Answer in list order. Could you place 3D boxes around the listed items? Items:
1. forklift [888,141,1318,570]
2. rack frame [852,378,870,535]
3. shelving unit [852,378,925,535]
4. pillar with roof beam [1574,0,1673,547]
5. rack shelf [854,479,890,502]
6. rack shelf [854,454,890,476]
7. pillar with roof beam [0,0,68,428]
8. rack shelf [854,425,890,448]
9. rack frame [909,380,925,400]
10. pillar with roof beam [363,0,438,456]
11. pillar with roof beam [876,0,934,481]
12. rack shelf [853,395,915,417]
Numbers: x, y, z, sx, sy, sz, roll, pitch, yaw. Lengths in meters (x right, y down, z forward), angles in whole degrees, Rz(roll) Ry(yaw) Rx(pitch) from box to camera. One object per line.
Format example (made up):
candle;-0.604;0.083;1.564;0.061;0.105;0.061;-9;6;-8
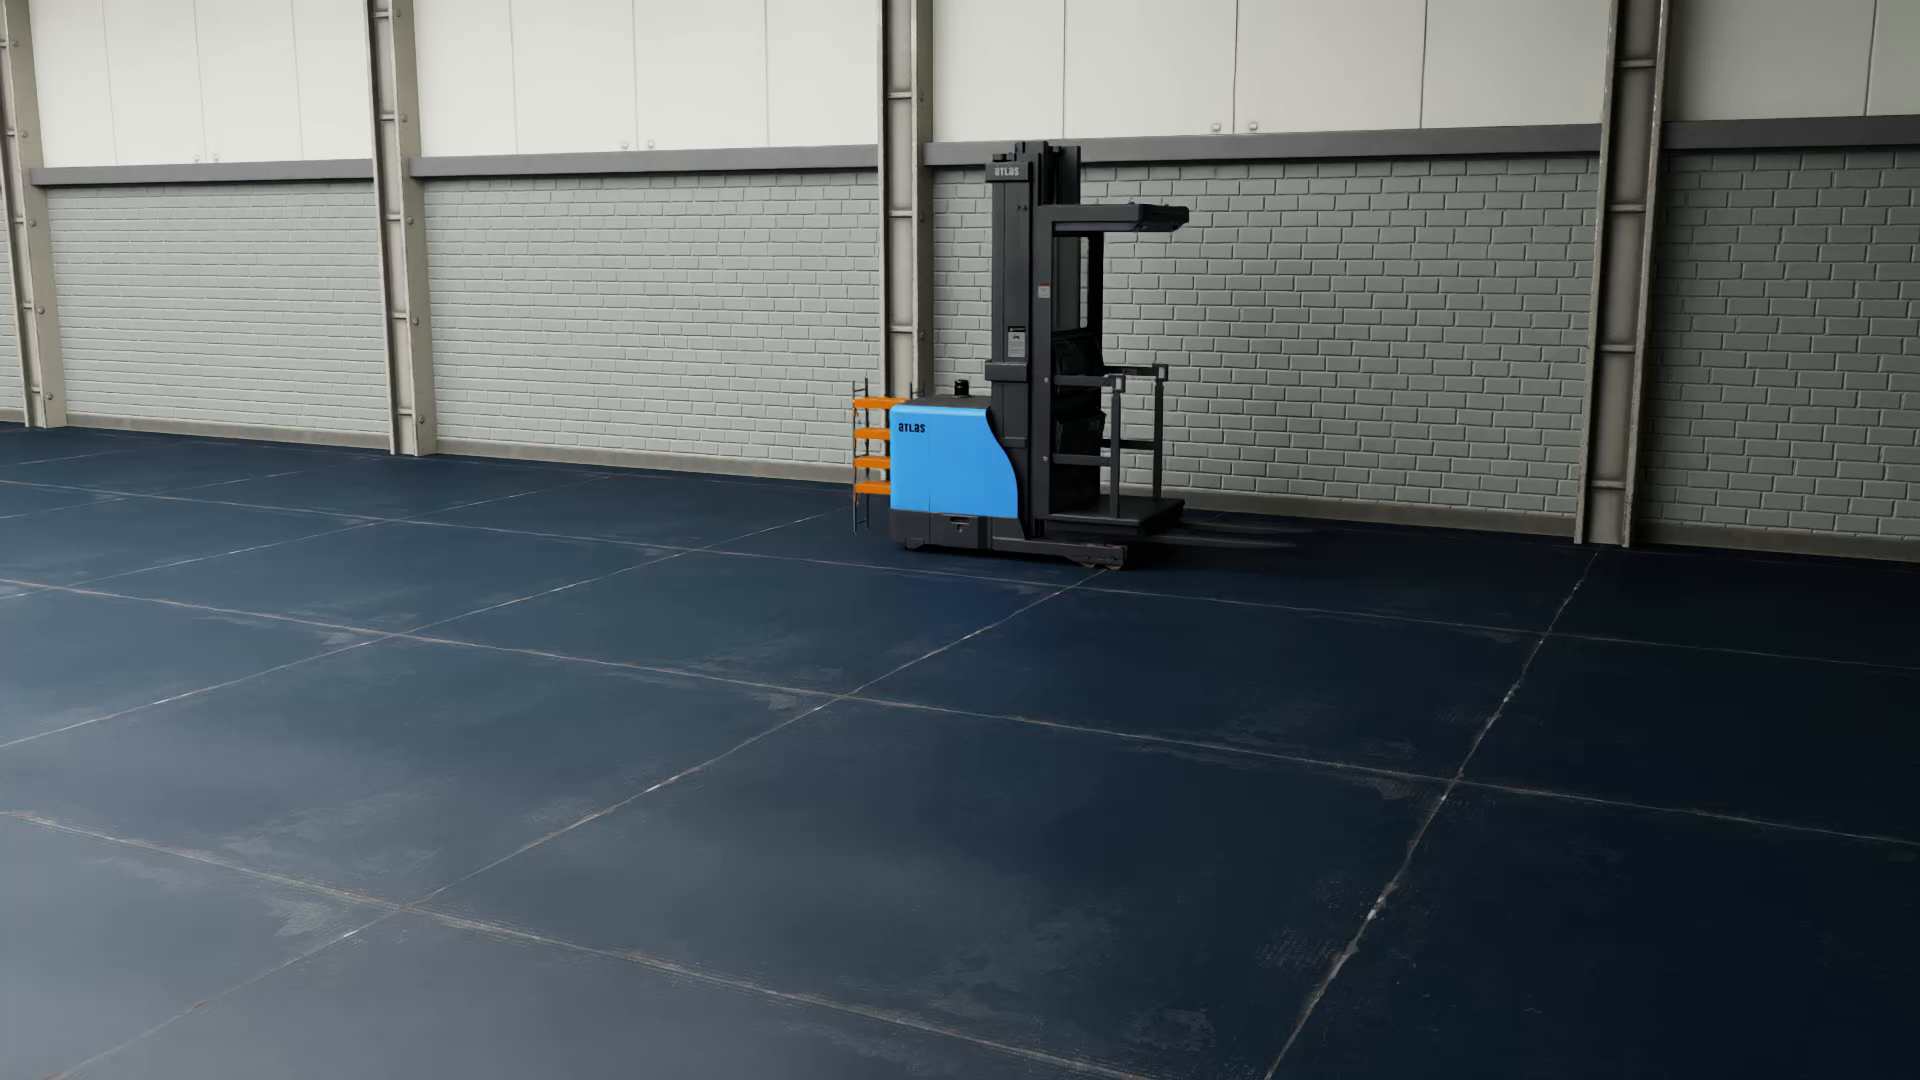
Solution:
forklift;1.032;-1.342;11.917;3.031;2.935;1.130;5;11;24
rack frame;-0.773;-0.652;12.964;0.015;1.200;0.240;5;11;24
shelving unit;-0.550;-0.634;12.867;0.503;1.200;0.258;5;11;24
pillar with roof beam;2.993;-3.726;8.049;0.400;9.000;9.100;5;11;26
rack shelf;-0.550;-0.373;12.914;0.480;0.148;0.258;5;11;24
rack shelf;-0.550;-0.568;12.879;0.480;0.148;0.258;5;11;24
pillar with roof beam;-13.149;-5.144;15.886;0.400;9.000;9.100;5;11;26
rack shelf;-0.550;-0.788;12.839;0.480;0.148;0.258;5;11;24
rack frame;-0.327;-0.617;12.769;0.015;1.200;0.240;5;11;24
pillar with roof beam;-7.768;-4.671;13.274;0.400;9.000;9.100;5;11;26
pillar with roof beam;-2.387;-4.199;10.661;0.400;9.000;9.100;5;11;26
rack shelf;-0.550;-1.021;12.797;0.480;0.148;0.258;5;11;24
